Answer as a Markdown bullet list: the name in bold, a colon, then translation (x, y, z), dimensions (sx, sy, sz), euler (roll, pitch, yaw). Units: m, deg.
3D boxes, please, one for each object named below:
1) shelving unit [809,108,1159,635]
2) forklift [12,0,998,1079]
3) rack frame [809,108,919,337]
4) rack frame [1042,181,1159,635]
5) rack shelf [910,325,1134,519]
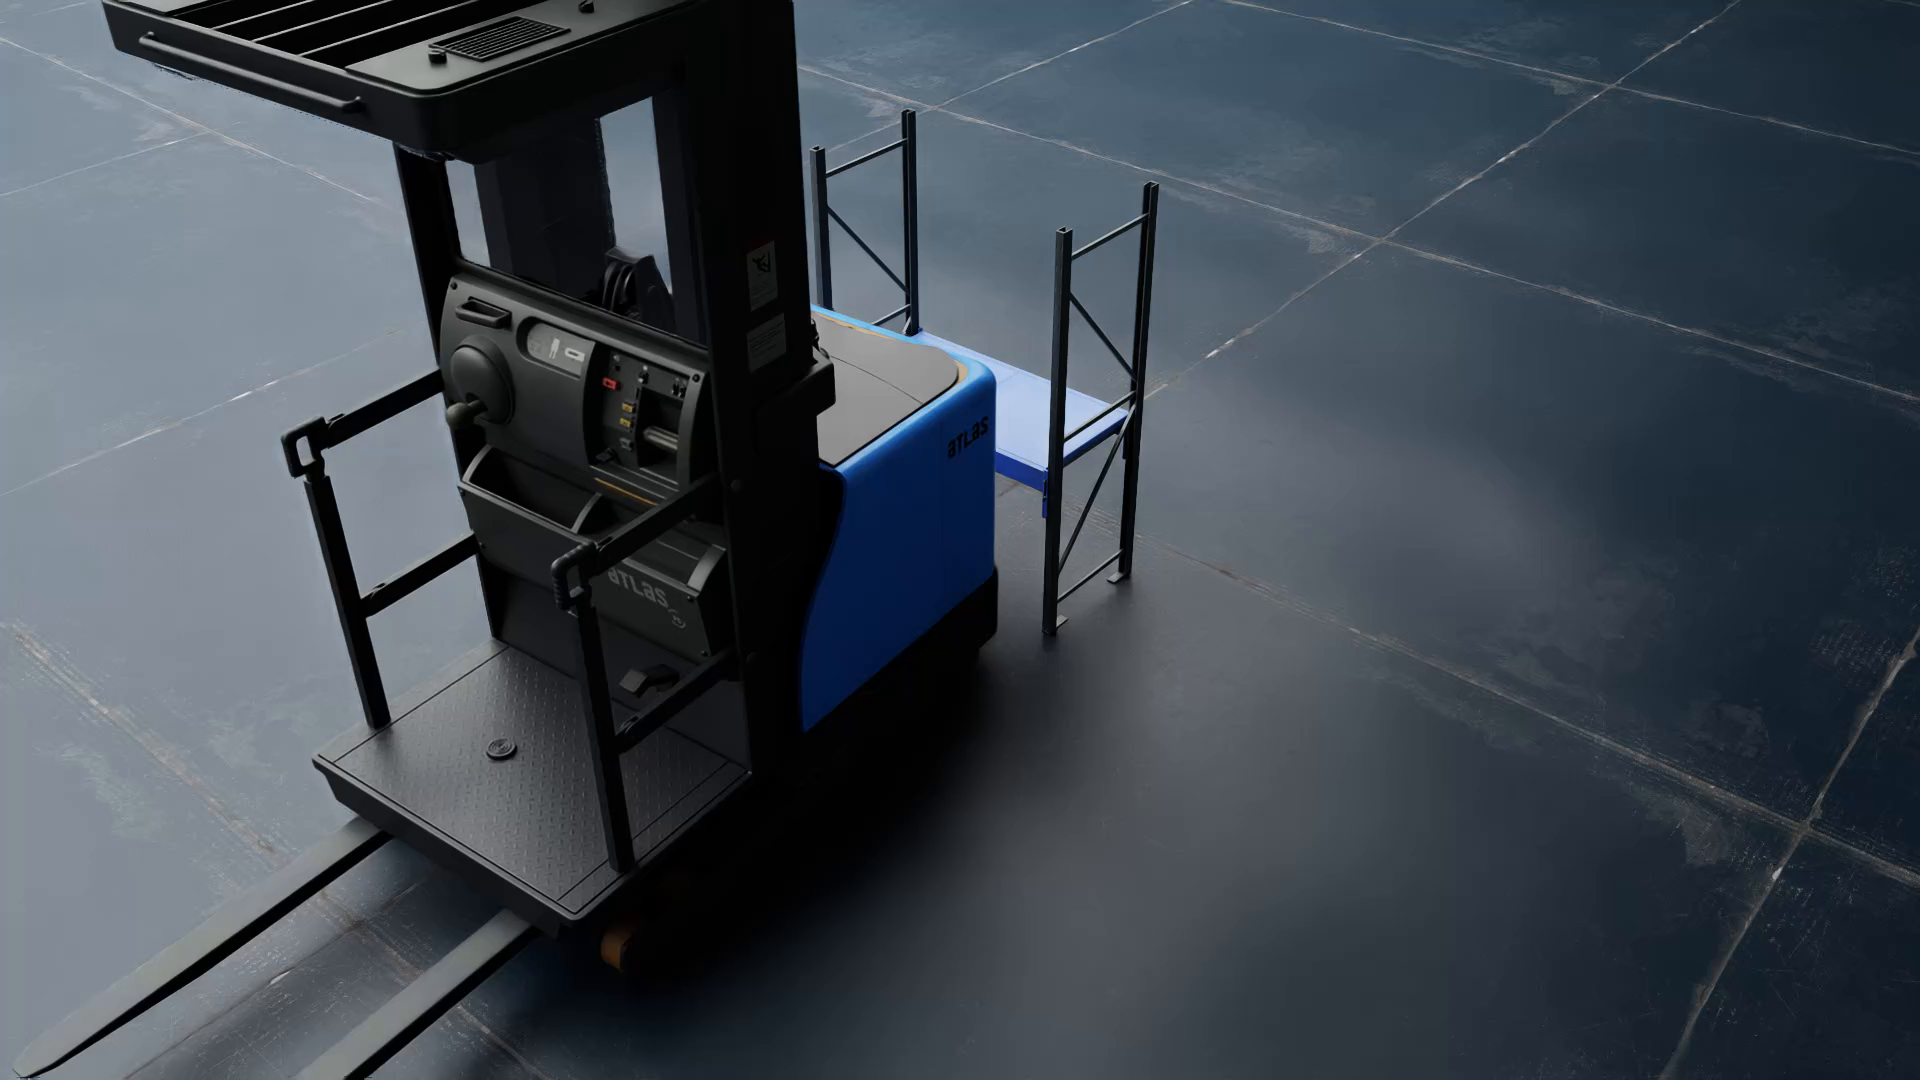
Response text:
- **shelving unit**: translation (0.066, -0.587, 5.780), dimensions (1.048, 1.500, 0.538), euler (25, 42, 32)
- **forklift**: translation (-1.136, -0.342, 4.159), dimensions (1.130, 2.935, 3.031), euler (22, 40, 29)
- **rack frame**: translation (-0.325, -0.771, 6.049), dimensions (0.032, 1.500, 0.500), euler (25, 42, 32)
- **rack frame**: translation (0.456, -0.403, 5.512), dimensions (0.032, 1.500, 0.500), euler (25, 42, 32)
- **rack shelf**: translation (0.066, -0.439, 5.882), dimensions (1.000, 0.185, 0.538), euler (25, 42, 32)
